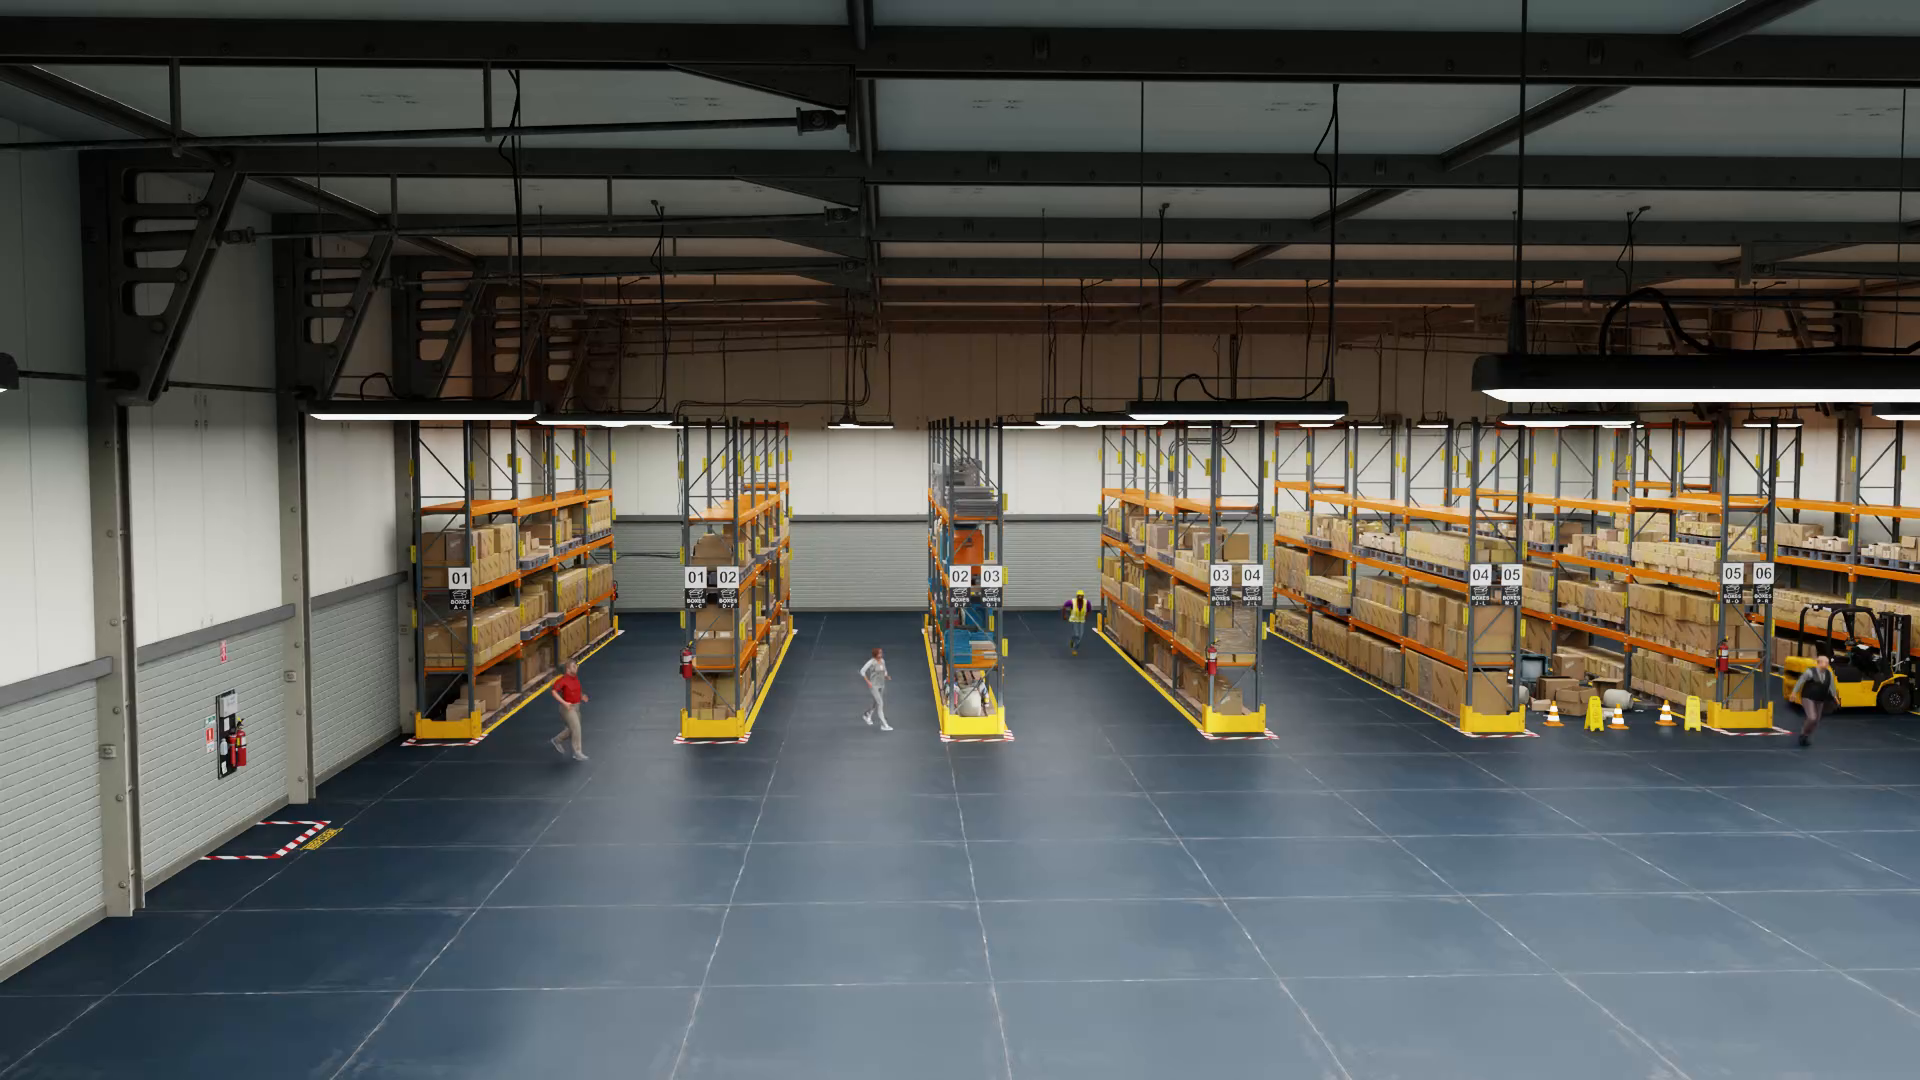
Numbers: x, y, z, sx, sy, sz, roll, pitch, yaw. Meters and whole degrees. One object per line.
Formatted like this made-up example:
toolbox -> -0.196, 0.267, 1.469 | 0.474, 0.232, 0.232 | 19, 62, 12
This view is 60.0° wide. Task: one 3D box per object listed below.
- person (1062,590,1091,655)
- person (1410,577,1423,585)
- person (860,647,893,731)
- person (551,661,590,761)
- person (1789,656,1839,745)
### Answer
person -> 3.022, 2.115, 42.483 | 0.672, 1.686, 0.714 | -1, 4, -18
person -> 14.067, 1.540, 51.152 | 0.858, 1.649, 0.579 | -2, 4, -24
person -> -1.616, 2.828, 31.840 | 0.827, 1.580, 0.548 | 3, 5, 39
person -> -6.853, 2.976, 29.061 | 0.827, 1.733, 0.682 | 1, 4, 17
person -> 15.531, 2.913, 30.183 | 0.644, 1.673, 0.720 | -1, 4, -11
